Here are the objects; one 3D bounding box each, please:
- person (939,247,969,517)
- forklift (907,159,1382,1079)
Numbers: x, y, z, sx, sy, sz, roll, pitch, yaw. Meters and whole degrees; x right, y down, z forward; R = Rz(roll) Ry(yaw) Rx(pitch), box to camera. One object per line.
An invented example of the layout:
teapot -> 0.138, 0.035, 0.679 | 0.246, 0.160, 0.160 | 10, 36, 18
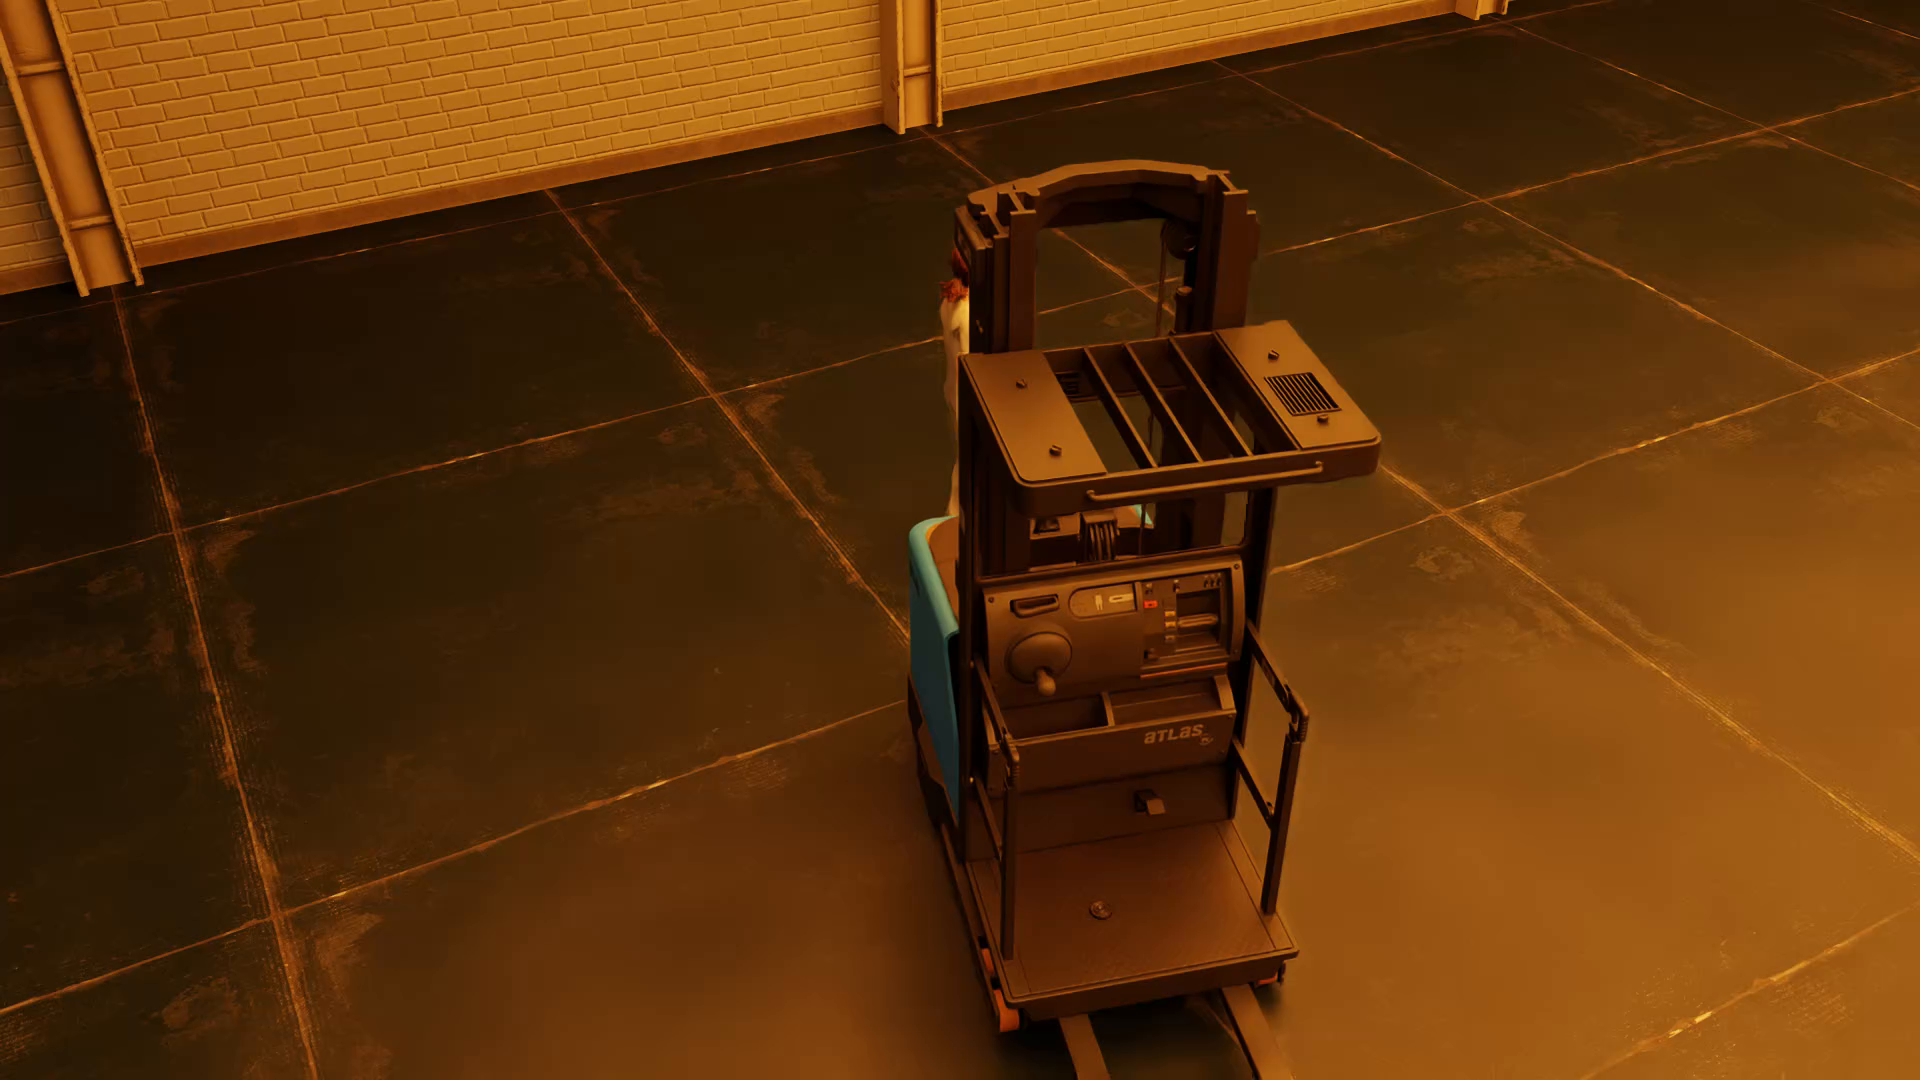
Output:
person -> 0.168, -0.712, 8.234 | 0.574, 1.660, 0.577 | -10, 37, -14
forklift -> 0.590, 0.367, 5.604 | 1.130, 2.935, 3.031 | -7, 36, -10
